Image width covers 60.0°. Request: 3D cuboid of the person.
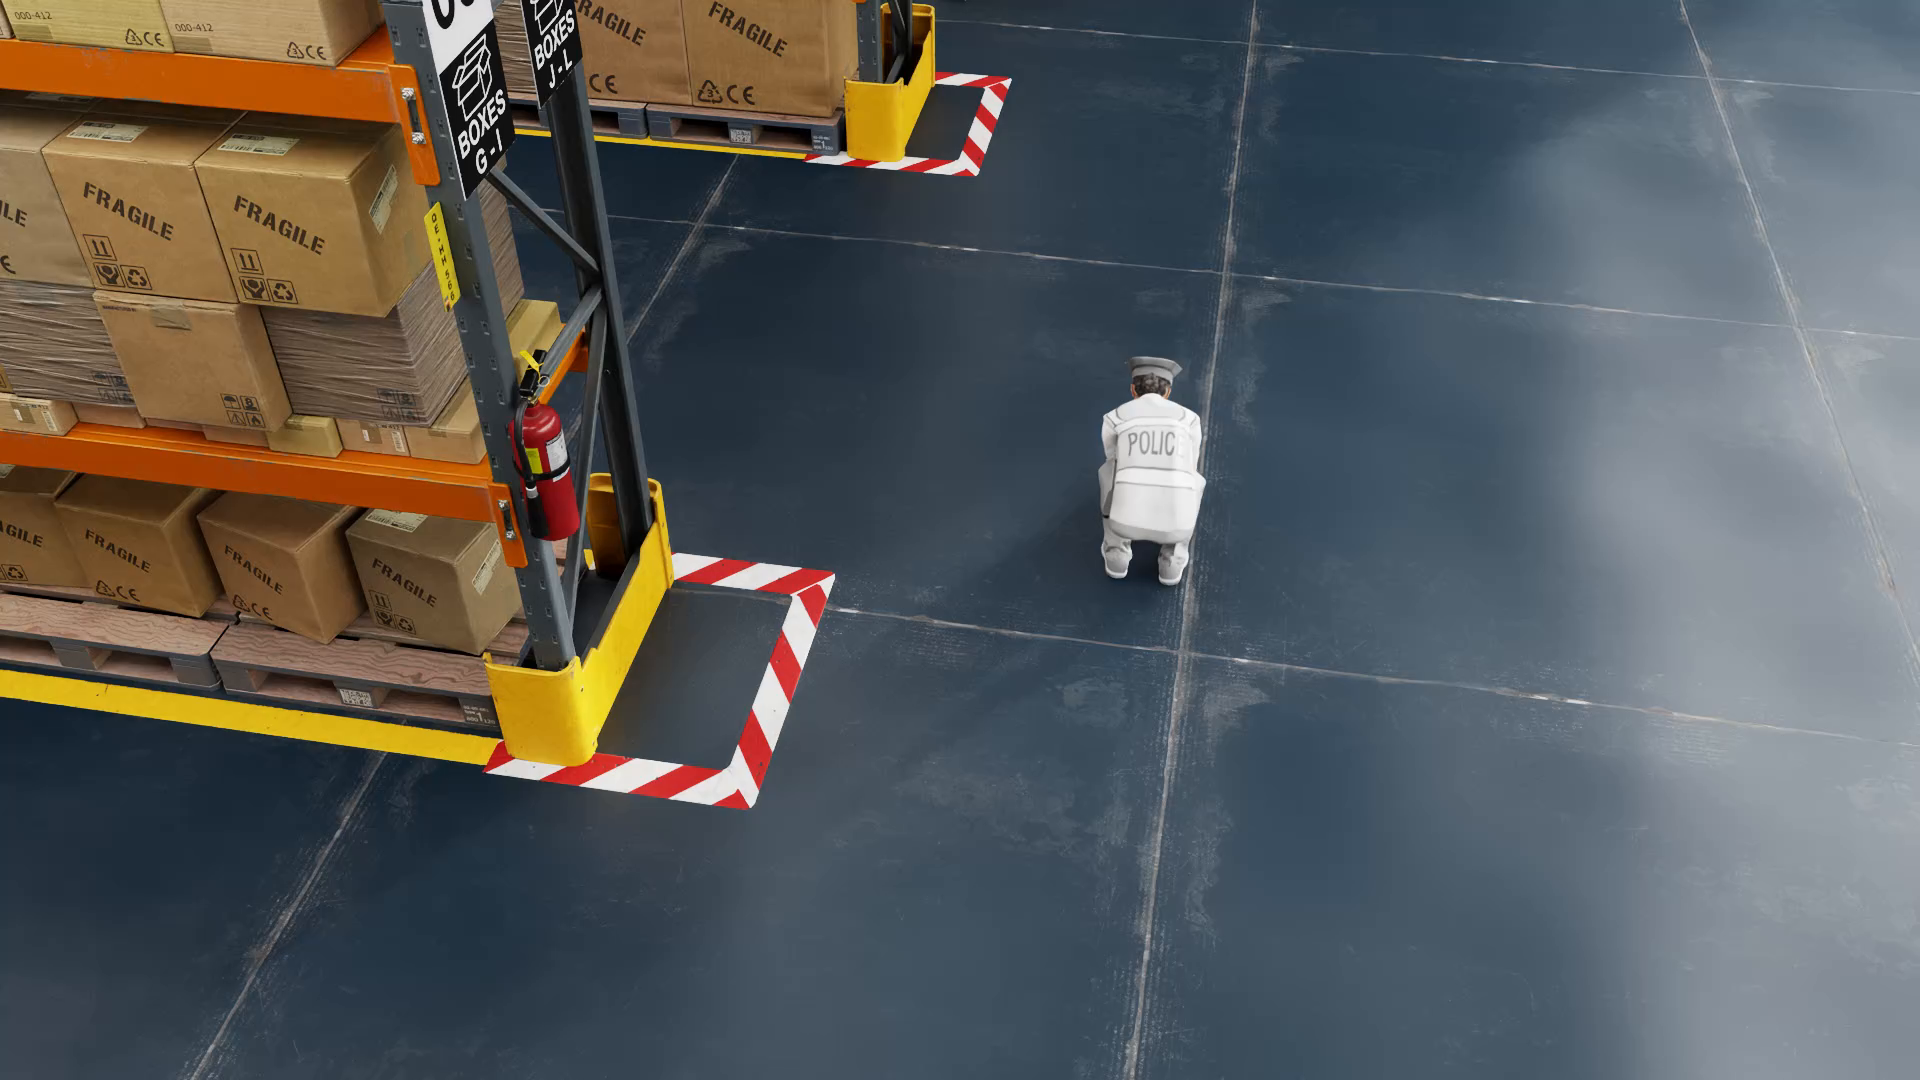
[{"bbox_3d":[0.830,-0.276,7.213,0.473,0.853,0.886,6,41,7],"label":"person"}]
